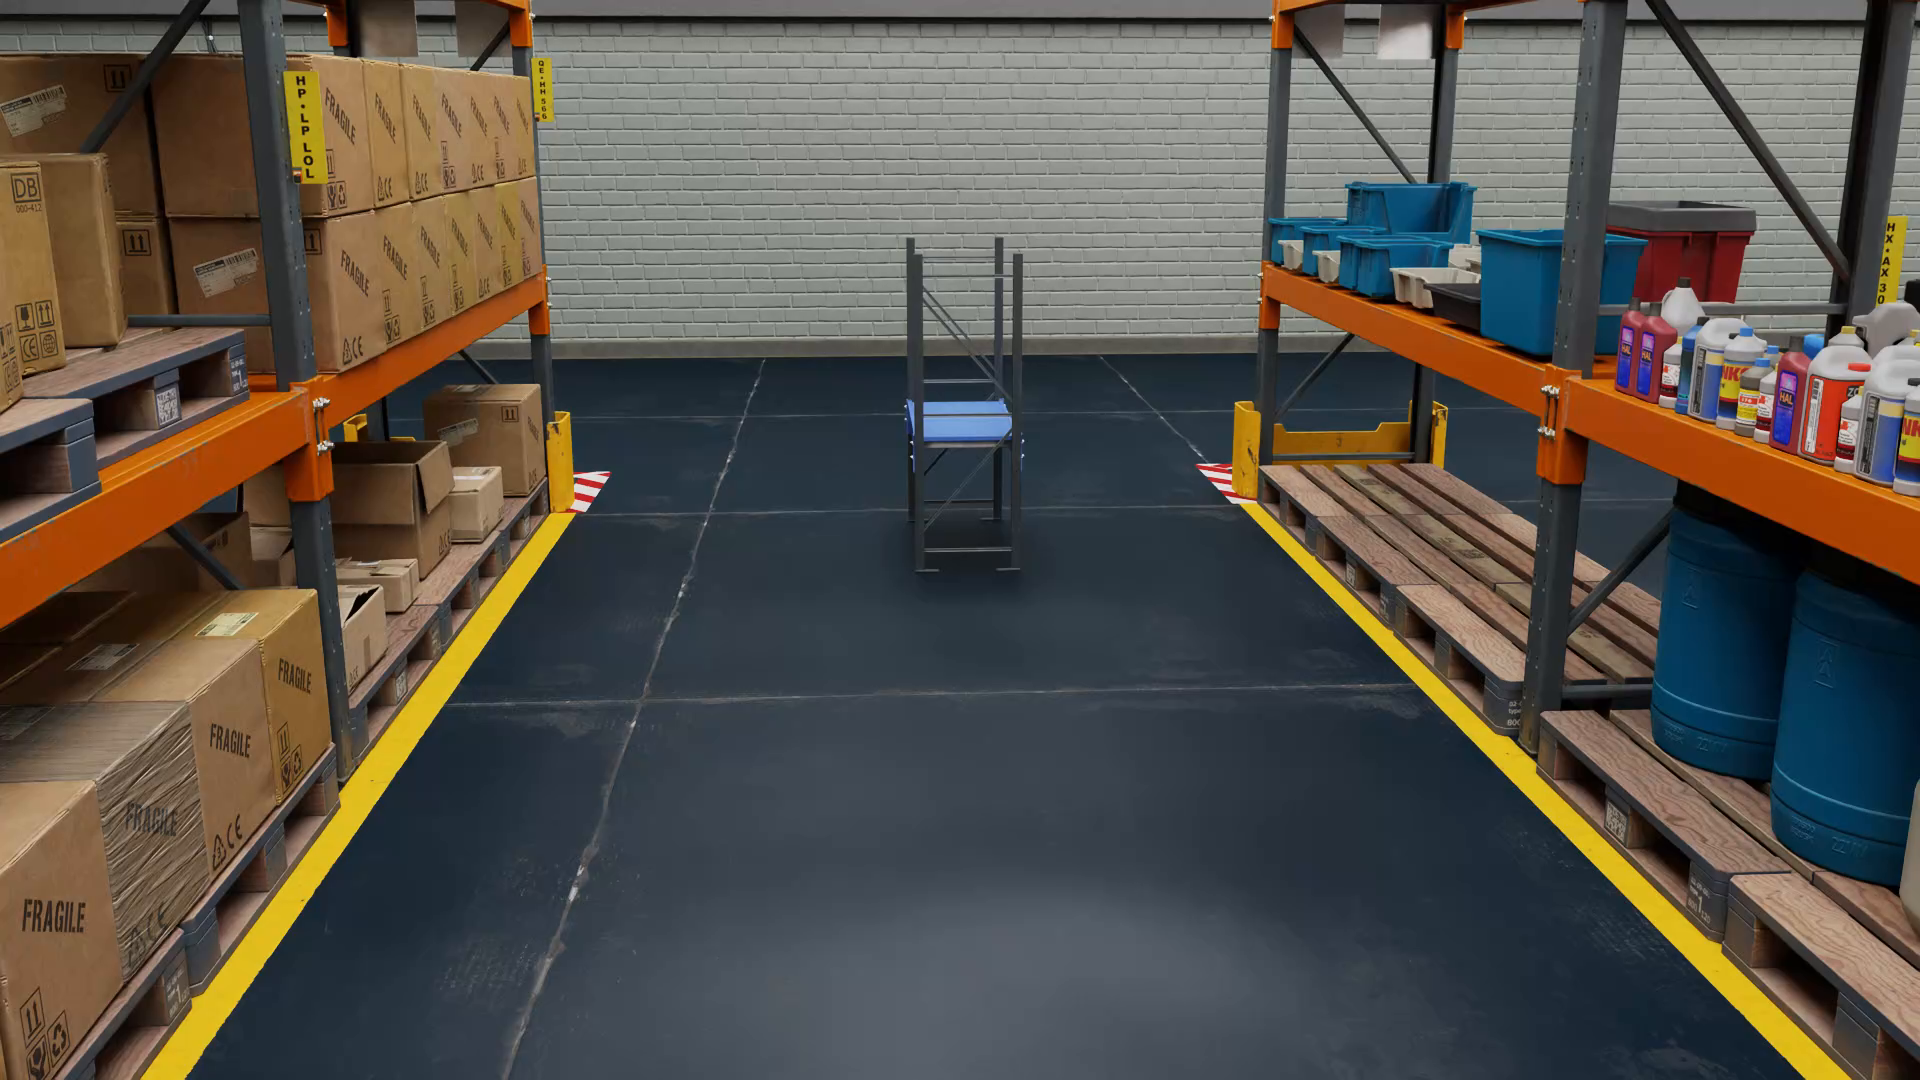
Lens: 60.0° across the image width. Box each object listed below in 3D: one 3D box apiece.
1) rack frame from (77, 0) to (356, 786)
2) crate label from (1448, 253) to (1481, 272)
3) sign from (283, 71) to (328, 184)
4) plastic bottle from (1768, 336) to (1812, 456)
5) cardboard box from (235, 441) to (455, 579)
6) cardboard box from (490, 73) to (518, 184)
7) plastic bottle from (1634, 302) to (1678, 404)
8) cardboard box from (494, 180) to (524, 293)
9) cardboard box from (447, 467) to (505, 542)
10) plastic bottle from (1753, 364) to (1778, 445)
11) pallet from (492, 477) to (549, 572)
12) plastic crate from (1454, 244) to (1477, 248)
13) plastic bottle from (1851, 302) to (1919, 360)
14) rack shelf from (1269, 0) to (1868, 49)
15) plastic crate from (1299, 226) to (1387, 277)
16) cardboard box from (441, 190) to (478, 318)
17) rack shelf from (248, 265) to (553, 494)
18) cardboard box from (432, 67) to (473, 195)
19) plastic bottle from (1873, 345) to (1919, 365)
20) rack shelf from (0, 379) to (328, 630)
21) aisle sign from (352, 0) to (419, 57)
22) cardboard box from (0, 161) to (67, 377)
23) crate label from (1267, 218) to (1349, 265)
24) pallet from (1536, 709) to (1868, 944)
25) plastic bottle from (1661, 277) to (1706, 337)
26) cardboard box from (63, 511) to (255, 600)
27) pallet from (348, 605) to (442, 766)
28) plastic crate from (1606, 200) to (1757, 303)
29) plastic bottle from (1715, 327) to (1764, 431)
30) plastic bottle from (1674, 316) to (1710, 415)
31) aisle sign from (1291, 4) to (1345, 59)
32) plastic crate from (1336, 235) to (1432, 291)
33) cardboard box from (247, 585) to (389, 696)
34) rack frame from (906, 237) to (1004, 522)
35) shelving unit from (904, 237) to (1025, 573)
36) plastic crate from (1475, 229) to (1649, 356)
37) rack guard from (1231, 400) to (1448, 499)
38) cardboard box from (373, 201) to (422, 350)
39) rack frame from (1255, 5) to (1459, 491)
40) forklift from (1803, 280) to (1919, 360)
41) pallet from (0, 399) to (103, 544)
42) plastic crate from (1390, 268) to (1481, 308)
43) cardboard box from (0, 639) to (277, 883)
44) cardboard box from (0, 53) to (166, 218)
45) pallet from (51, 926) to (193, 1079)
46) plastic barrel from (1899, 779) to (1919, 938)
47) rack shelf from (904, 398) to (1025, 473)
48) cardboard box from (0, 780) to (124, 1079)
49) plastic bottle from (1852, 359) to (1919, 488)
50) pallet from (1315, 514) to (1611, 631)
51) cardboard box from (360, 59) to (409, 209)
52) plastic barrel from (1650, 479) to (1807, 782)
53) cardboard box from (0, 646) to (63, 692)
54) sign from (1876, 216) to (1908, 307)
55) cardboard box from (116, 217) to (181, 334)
[{"bbox_3d":[-2.507,-0.661,5.074,1.000,3.000,0.127,-1,14,-3],"label":"rack frame"},{"bbox_3d":[2.466,-1.291,7.933,0.396,0.136,0.243,-1,14,-3],"label":"crate label"},{"bbox_3d":[-1.953,-1.231,4.967,0.100,0.325,0.005,-1,14,-3],"label":"sign"},{"bbox_3d":[2.089,-0.361,4.144,0.061,0.283,0.133,-1,14,-3],"label":"plastic bottle"},{"bbox_3d":[-2.628,-0.132,7.146,0.797,0.503,0.637,-1,14,-3],"label":"cardboard box"},{"bbox_3d":[-2.421,-1.956,7.902,0.500,0.500,0.500,0,14,-2],"label":"cardboard box"},{"bbox_3d":[2.042,-0.549,4.873,0.061,0.283,0.133,-1,14,-3],"label":"plastic bottle"},{"bbox_3d":[-2.420,-1.468,8.010,0.500,0.500,0.500,-1,14,-3],"label":"cardboard box"},{"bbox_3d":[-2.446,-0.169,7.798,0.500,0.250,0.500,-1,14,-3],"label":"cardboard box"},{"bbox_3d":[2.100,-0.350,4.267,0.097,0.201,0.097,0,14,0],"label":"plastic bottle"},{"bbox_3d":[-2.700,-0.088,8.444,1.003,0.211,1.213,-1,14,-3],"label":"pallet"},{"bbox_3d":[2.421,-1.432,8.482,0.396,0.136,0.243,-1,14,-3],"label":"plastic crate"},{"bbox_3d":[2.784,-0.583,5.022,0.152,0.276,0.135,-1,14,-3],"label":"plastic bottle"},{"bbox_3d":[2.313,-2.338,7.017,1.077,0.370,4.000,-1,14,-3],"label":"rack shelf"},{"bbox_3d":[1.917,-1.449,8.353,0.416,0.233,0.300,-1,14,-3],"label":"plastic crate"},{"bbox_3d":[-2.363,-1.218,7.041,0.500,0.500,0.500,-1,14,-4],"label":"cardboard box"},{"bbox_3d":[-2.631,-0.810,7.097,1.077,0.370,4.000,-1,14,-3],"label":"rack shelf"},{"bbox_3d":[-2.352,-1.699,6.904,0.500,0.500,0.500,0,14,-2],"label":"cardboard box"},{"bbox_3d":[2.295,-0.327,4.027,0.152,0.276,0.135,-1,14,-3],"label":"plastic bottle"},{"bbox_3d":[-2.383,0.185,3.231,1.077,0.370,4.000,-1,14,-3],"label":"rack shelf"},{"bbox_3d":[-3.052,-2.927,8.665,0.394,0.787,0.004,-1,14,-3],"label":"aisle sign"},{"bbox_3d":[-2.595,-0.621,3.877,0.700,0.500,0.500,1,14,5],"label":"cardboard box"},{"bbox_3d":[1.876,-1.612,8.989,0.416,0.233,0.303,-1,14,-3],"label":"crate label"},{"bbox_3d":[2.443,0.807,4.967,1.003,0.211,1.213,-1,14,-3],"label":"pallet"},{"bbox_3d":[2.138,-0.610,4.975,0.144,0.351,0.185,-1,14,-3],"label":"plastic bottle"},{"bbox_3d":[-2.825,0.200,5.865,0.500,0.500,0.500,-1,14,-3],"label":"cardboard box"},{"bbox_3d":[-2.549,0.519,6.086,1.003,0.211,1.213,-1,14,-3],"label":"pallet"},{"bbox_3d":[2.632,-1.022,6.230,0.402,0.464,0.583,-1,14,-3],"label":"plastic crate"},{"bbox_3d":[2.088,-0.433,4.446,0.097,0.271,0.097,0,14,0],"label":"plastic bottle"},{"bbox_3d":[2.074,-0.490,4.670,0.097,0.271,0.097,0,14,0],"label":"plastic bottle"},{"bbox_3d":[1.888,-3.003,8.962,0.394,0.787,0.004,-1,14,-3],"label":"aisle sign"},{"bbox_3d":[1.958,-1.285,7.716,0.416,0.233,0.300,-1,14,-3],"label":"plastic crate"},{"bbox_3d":[-2.317,0.321,5.773,0.500,0.311,0.500,-1,14,-3],"label":"cardboard box"},{"bbox_3d":[-0.026,-0.832,8.748,0.500,1.500,0.032,-1,14,-3],"label":"rack frame"},{"bbox_3d":[0.005,-0.705,8.257,0.538,1.500,1.048,-1,14,-3],"label":"shelving unit"},{"bbox_3d":[2.068,-0.868,5.793,0.392,0.384,0.575,-1,14,-3],"label":"plastic crate"},{"bbox_3d":[2.175,-0.526,9.568,1.175,0.500,0.348,-1,14,-3],"label":"rack guard"},{"bbox_3d":[-2.301,-0.967,6.065,0.500,0.500,0.500,-1,14,-2],"label":"cardboard box"},{"bbox_3d":[2.189,-1.731,9.234,1.000,3.000,0.127,-1,14,-3],"label":"rack frame"},{"bbox_3d":[4.705,-1.037,6.675,1.130,2.935,3.031,-1,14,-4],"label":"forklift"},{"bbox_3d":[-2.384,-0.056,3.111,1.003,0.211,1.213,-1,14,-3],"label":"pallet"},{"bbox_3d":[2.029,-1.066,7.058,0.293,0.136,0.466,-1,14,-3],"label":"plastic crate"},{"bbox_3d":[-2.168,0.578,4.393,0.500,0.500,0.500,-1,14,-3],"label":"cardboard box"},{"bbox_3d":[-2.797,-1.315,5.410,0.500,0.500,0.500,-1,14,-3],"label":"cardboard box"},{"bbox_3d":[-2.340,1.196,3.456,1.003,0.211,1.213,-1,14,-3],"label":"pallet"},{"bbox_3d":[2.443,0.719,3.863,0.421,0.512,0.421,0,14,0],"label":"plastic barrel"},{"bbox_3d":[0.005,-0.531,8.302,0.538,0.185,1.000,-1,14,-3],"label":"rack shelf"},{"bbox_3d":[-2.104,0.829,3.417,0.500,0.500,0.500,-1,14,-5],"label":"cardboard box"},{"bbox_3d":[2.157,-0.267,3.794,0.152,0.276,0.135,-1,14,-3],"label":"plastic bottle"},{"bbox_3d":[2.274,0.128,7.606,1.003,0.211,1.213,-1,14,-3],"label":"pallet"},{"bbox_3d":[-2.288,-1.443,5.908,0.500,0.500,0.500,-1,14,-5],"label":"cardboard box"},{"bbox_3d":[2.454,0.212,5.050,0.600,0.901,0.708,-1,14,-3],"label":"plastic barrel"},{"bbox_3d":[-2.676,0.593,4.334,0.500,0.500,0.500,-1,14,-3],"label":"cardboard box"},{"bbox_3d":[2.986,-0.878,5.365,0.100,0.325,0.005,-1,14,-3],"label":"sign"},{"bbox_3d":[-2.794,-0.829,5.530,0.500,0.500,0.500,-1,14,-3],"label":"cardboard box"}]
